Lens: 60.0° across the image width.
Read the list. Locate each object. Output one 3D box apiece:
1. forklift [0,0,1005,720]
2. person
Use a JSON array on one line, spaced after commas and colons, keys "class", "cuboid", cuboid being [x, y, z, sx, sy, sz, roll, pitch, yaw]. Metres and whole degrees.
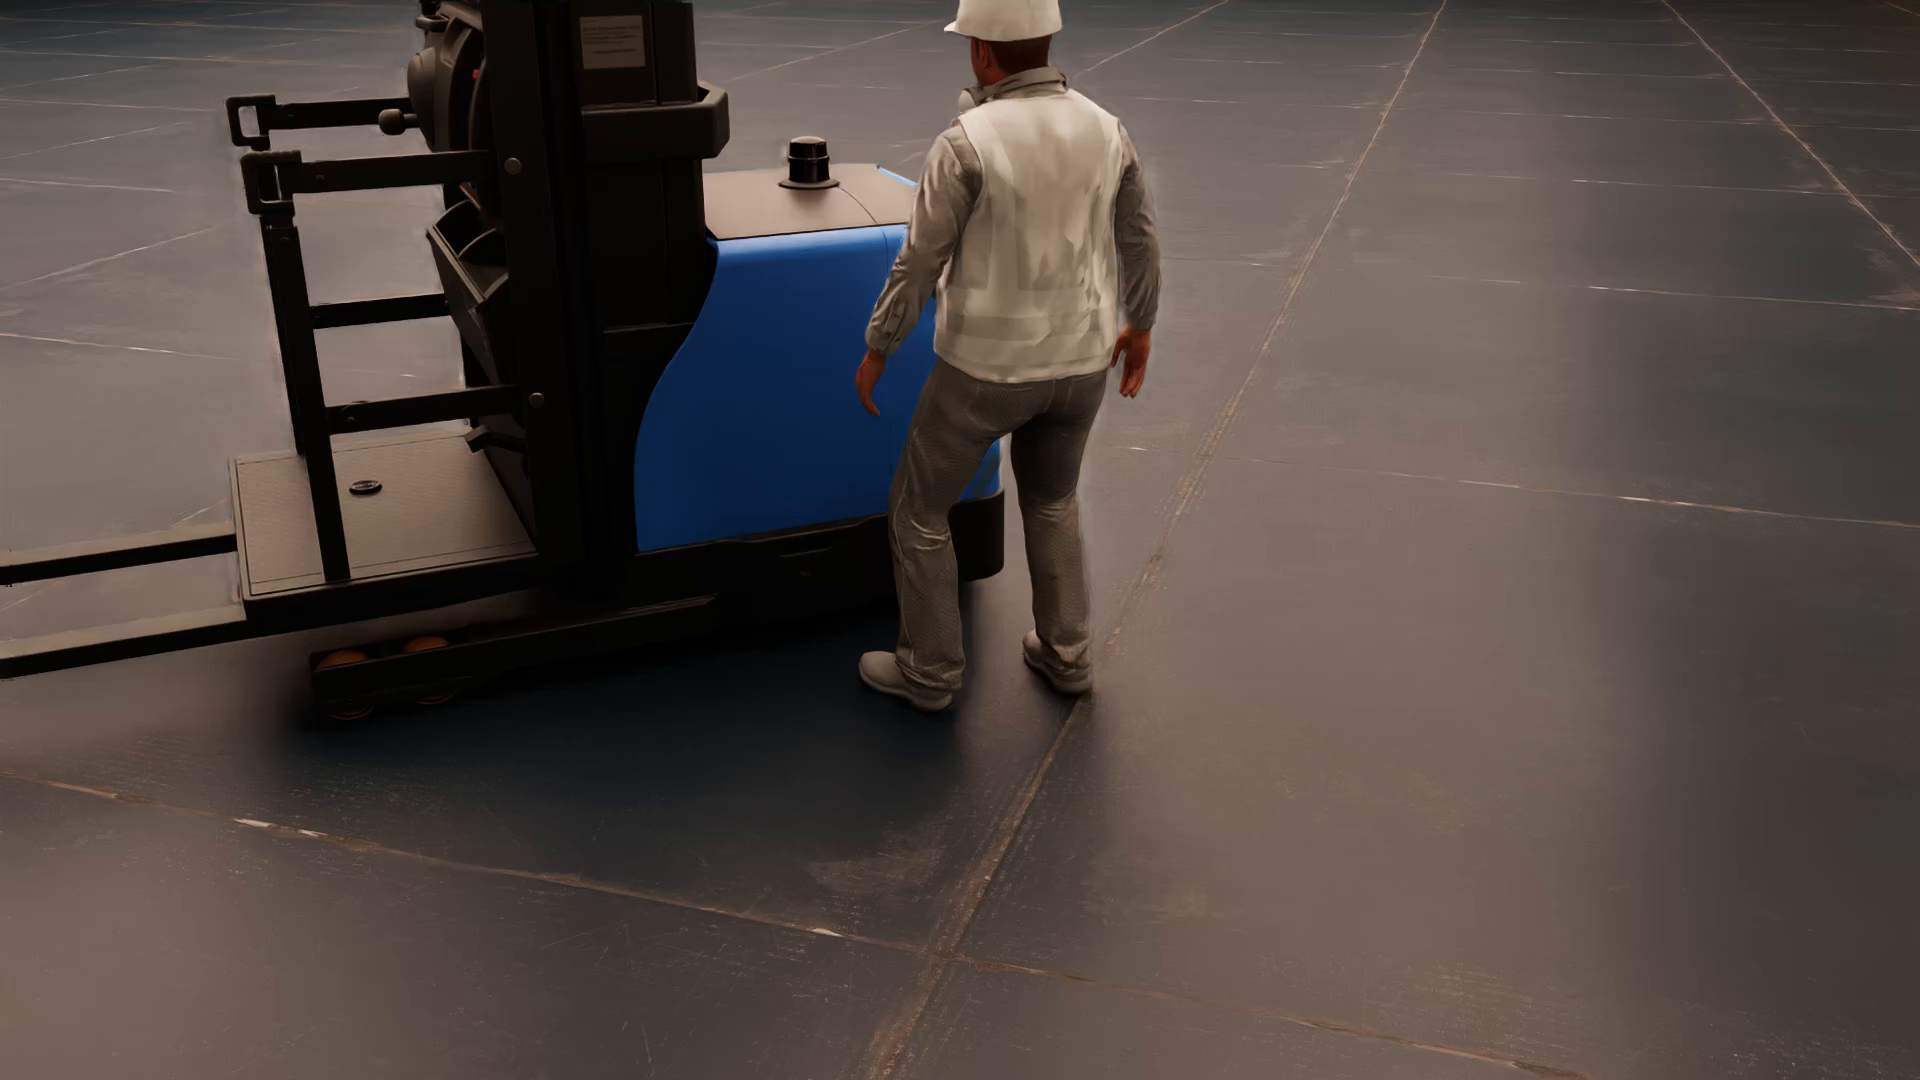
[{"class": "forklift", "cuboid": [-1.439, -1.145, 4.052, 3.031, 2.935, 1.130, -10, 24, -22]}, {"class": "person", "cuboid": [0.126, -0.450, 3.936, 0.770, 1.743, 0.407, -11, 25, -25]}]
